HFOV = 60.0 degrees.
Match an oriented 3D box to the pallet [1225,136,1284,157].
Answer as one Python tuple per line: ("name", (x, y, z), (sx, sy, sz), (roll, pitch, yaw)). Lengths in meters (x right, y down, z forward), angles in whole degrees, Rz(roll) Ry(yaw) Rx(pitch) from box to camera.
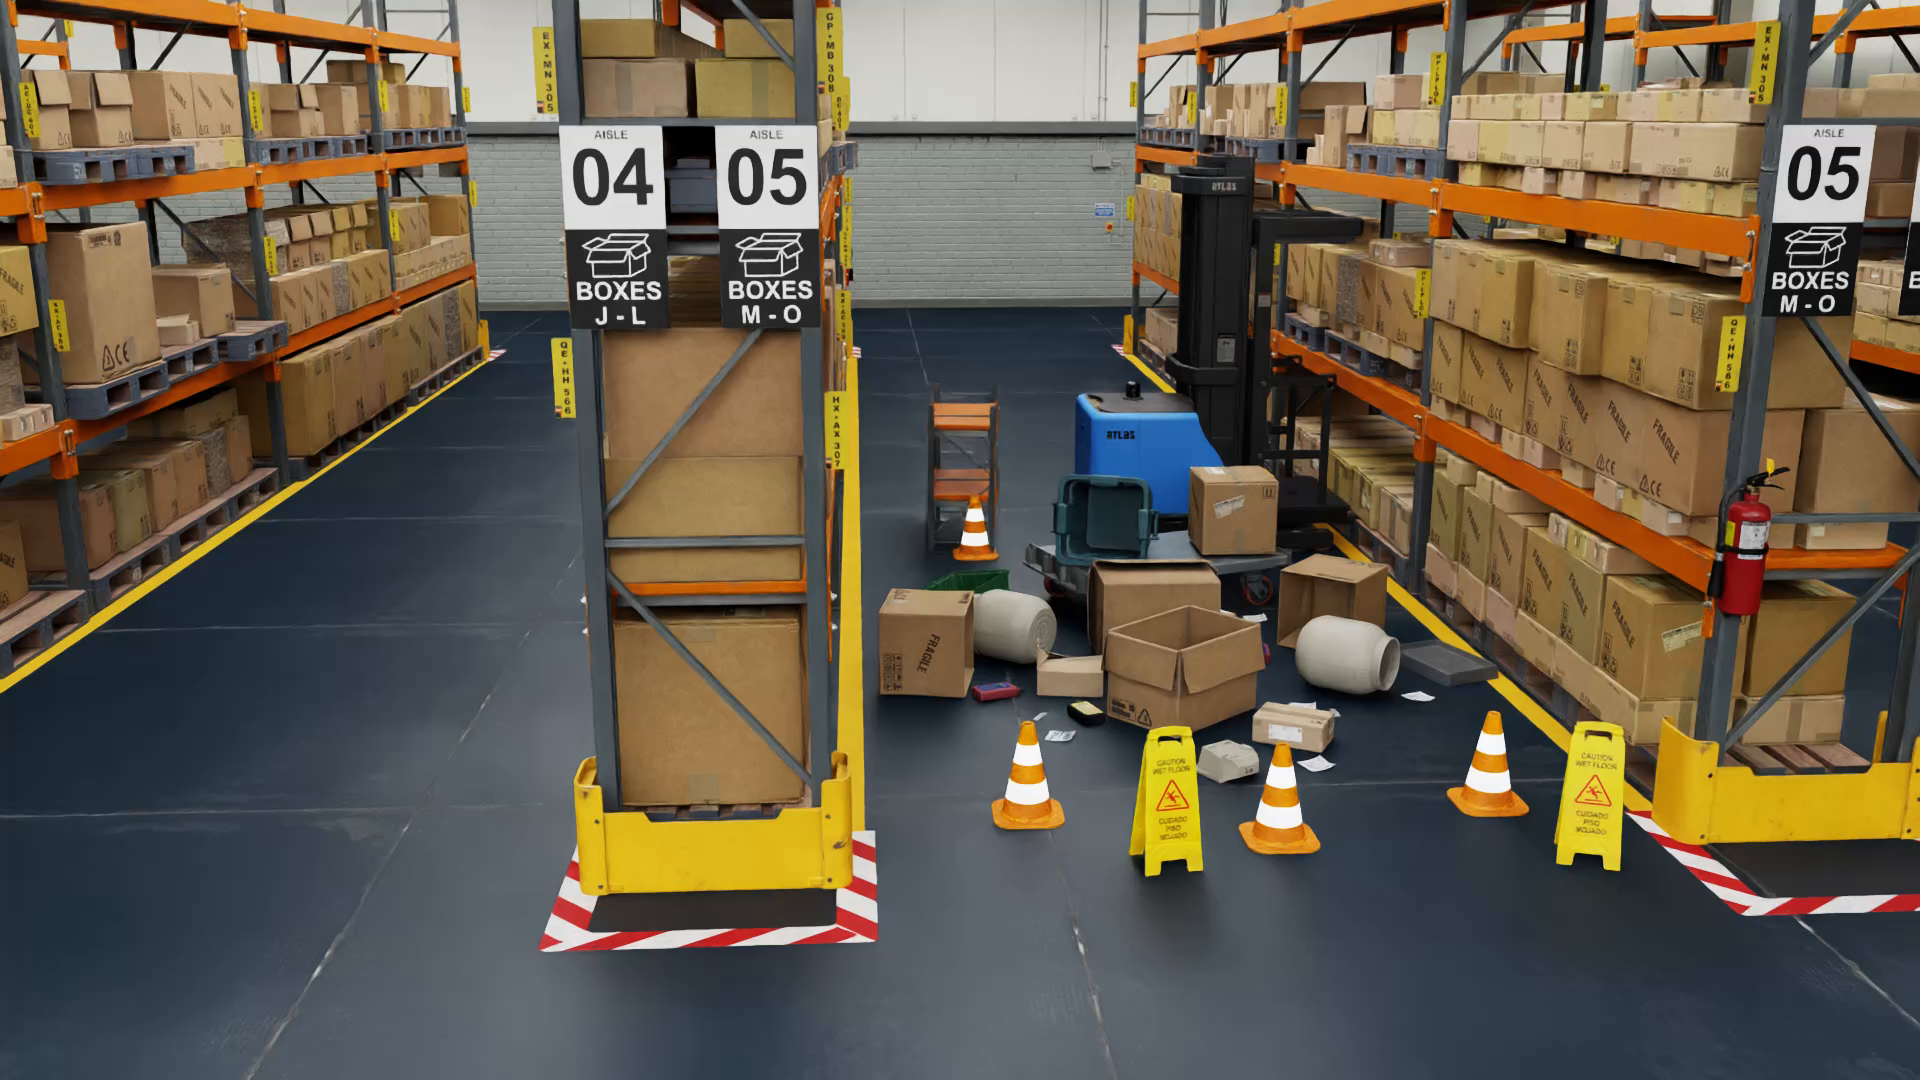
("pallet", (3.212, -3.878, 16.439), (1.003, 0.211, 1.213), (0, 14, -1))

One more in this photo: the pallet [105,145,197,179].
("pallet", (-6.265, -2.707, 11.884), (1.213, 0.211, 1.003), (-1, 14, -3))

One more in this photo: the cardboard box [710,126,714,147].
("cardboard box", (-1.578, -2.282, 9.315), (0.380, 0.149, 0.250), (-1, 14, -4))

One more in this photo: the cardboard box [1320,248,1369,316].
("cardboard box", (3.253, -2.099, 13.523), (0.500, 0.500, 0.500), (-1, 14, -2))

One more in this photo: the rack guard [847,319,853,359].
("rack guard", (-2.048, -2.738, 22.666), (1.175, 0.500, 0.348), (-1, 14, -3))

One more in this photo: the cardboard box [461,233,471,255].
("cardboard box", (-6.714, -3.871, 21.757), (0.500, 0.250, 0.500), (-1, 14, -4))

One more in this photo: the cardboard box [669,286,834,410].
("cardboard box", (-1.071, -0.954, 8.245), (0.875, 0.550, 0.550), (-1, 14, -3))

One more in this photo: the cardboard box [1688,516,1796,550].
("cardboard box", (3.636, -0.058, 7.737), (0.380, 0.149, 0.250), (0, 14, -2))

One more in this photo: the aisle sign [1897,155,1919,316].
("aisle sign", (4.186, -1.338, 6.992), (0.394, 0.787, 0.004), (-1, 14, -3))

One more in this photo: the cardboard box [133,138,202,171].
("cardboard box", (-6.167, -2.944, 12.731), (0.500, 0.250, 0.500), (0, 14, -2))

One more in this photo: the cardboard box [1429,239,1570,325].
("cardboard box", (3.436, -1.649, 10.611), (0.700, 0.500, 0.500), (-1, 14, -4))

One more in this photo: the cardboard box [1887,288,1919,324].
("cardboard box", (8.159, -1.958, 13.913), (0.500, 0.250, 0.500), (-1, 14, -5))

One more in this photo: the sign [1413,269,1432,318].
("sign", (3.072, -1.636, 11.042), (0.100, 0.325, 0.005), (-1, 14, -3))

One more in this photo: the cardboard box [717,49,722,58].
("cardboard box", (-1.626, -2.857, 9.950), (0.380, 0.149, 0.250), (-1, 14, -3))

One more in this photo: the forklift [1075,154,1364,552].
("forklift", (2.448, -1.457, 12.808), (3.031, 2.935, 1.130), (-1, 14, -3))

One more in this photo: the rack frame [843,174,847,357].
("rack frame", (-2.053, -3.968, 22.428), (1.000, 3.000, 0.127), (-1, 14, -3))

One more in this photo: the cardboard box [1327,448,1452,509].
("cardboard box", (3.498, -0.498, 13.372), (0.950, 0.372, 0.625), (0, 14, -2))

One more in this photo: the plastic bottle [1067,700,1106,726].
("plastic bottle", (0.683, 0.950, 9.213), (0.133, 0.061, 0.283), (-6, 16, -23))

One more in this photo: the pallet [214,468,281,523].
("pallet", (-6.467, -0.382, 14.087), (1.003, 0.211, 1.213), (-1, 14, -3))

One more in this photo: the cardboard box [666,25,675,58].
("cardboard box", (-1.451, -2.162, 7.250), (0.380, 0.149, 0.250), (-1, 14, -3))

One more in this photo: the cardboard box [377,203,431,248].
("cardboard box", (-6.596, -3.731, 19.707), (0.500, 0.500, 0.500), (-1, 14, -5))

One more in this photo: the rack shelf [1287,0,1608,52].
("rack shelf", (3.501, -3.946, 12.548), (1.077, 0.370, 4.000), (-1, 14, -3))

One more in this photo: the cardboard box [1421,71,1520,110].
("cardboard box", (3.462, -3.053, 11.306), (0.500, 0.250, 0.500), (-1, 14, -2))

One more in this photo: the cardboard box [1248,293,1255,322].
("cardboard box", (3.040, -2.256, 16.074), (0.500, 0.250, 0.500), (-1, 14, -2))

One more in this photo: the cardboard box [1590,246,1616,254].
("cardboard box", (7.809, -3.346, 19.717), (0.500, 0.250, 0.500), (-1, 14, -2))

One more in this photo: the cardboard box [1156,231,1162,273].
("cardboard box", (2.745, -3.617, 20.866), (0.500, 0.500, 0.500), (0, 14, -2))

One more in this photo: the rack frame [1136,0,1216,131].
("rack frame", (2.882, -6.975, 22.075), (1.000, 3.000, 0.127), (-1, 14, -3))

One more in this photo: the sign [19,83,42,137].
("sign", (-5.725, -2.645, 10.230), (0.100, 0.325, 0.005), (-1, 14, -3))

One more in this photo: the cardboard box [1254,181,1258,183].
("cardboard box", (3.325, -4.193, 19.794), (0.380, 0.149, 0.250), (-1, 14, -4))

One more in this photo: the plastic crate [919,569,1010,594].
("plastic crate", (0.009, 0.374, 11.082), (0.450, 0.188, 0.662), (-4, 11, 28))

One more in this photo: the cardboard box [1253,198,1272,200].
("cardboard box", (3.342, -3.729, 19.294), (0.500, 0.500, 0.500), (-1, 14, -3))

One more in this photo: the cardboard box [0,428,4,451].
("cardboard box", (-5.871, -0.575, 9.747), (0.380, 0.149, 0.250), (-1, 14, -3))

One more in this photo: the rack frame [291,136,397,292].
("rack frame", (-6.761, -2.922, 18.361), (1.000, 3.000, 0.127), (-1, 14, -3))

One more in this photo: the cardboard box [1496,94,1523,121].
("cardboard box", (3.361, -2.523, 9.696), (0.380, 0.149, 0.250), (-1, 14, -4))

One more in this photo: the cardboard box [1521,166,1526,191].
("cardboard box", (3.467, -2.079, 9.572), (0.380, 0.149, 0.250), (-1, 14, -5))

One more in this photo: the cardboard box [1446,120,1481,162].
("cardboard box", (3.379, -2.495, 10.389), (0.500, 0.250, 0.500), (-1, 14, -5))

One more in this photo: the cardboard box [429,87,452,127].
("cardboard box", (-6.923, -5.541, 21.277), (0.700, 0.500, 0.500), (-2, 15, -7))

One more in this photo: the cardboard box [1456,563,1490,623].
("cardboard box", (3.437, 0.327, 10.412), (0.500, 0.250, 0.500), (0, 14, 0))

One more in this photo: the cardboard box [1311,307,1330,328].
("cardboard box", (3.163, -1.869, 13.934), (0.380, 0.149, 0.250), (-1, 14, -3))

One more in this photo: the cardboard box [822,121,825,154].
("cardboard box", (-0.794, -1.787, 7.394), (0.380, 0.149, 0.250), (-1, 14, -3))

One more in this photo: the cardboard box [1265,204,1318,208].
("cardboard box", (3.459, -3.245, 17.411), (0.500, 0.500, 0.500), (0, 14, -2))

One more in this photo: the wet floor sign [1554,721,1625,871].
("wet floor sign", (2.817, 1.114, 7.402), (0.267, 0.644, 0.232), (4, 15, 16))

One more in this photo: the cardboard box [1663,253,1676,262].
("cardboard box", (7.787, -2.939, 17.856), (0.396, 0.266, 0.258), (0, 14, -1))

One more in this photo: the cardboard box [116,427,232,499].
("cardboard box", (-6.405, -0.625, 13.570), (0.700, 0.500, 0.500), (-2, 15, -8))

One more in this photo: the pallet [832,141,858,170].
("pallet", (-1.464, -3.180, 13.726), (1.213, 0.211, 1.003), (0, 14, -1))

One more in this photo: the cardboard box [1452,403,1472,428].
("cardboard box", (3.392, -0.818, 10.690), (0.380, 0.149, 0.250), (0, 14, -2))

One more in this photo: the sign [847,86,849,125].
("sign", (-1.002, -3.726, 14.272), (0.100, 0.325, 0.005), (-1, 14, -3))

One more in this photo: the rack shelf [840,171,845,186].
("rack shelf", (-1.681, -3.580, 16.344), (1.077, 0.370, 4.000), (-1, 14, -3))

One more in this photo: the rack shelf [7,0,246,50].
("rack shelf", (-6.390, -3.793, 11.954), (1.077, 0.370, 4.000), (-1, 14, -3))

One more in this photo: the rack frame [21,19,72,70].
("rack frame", (-11.953, -6.745, 21.183), (1.000, 3.000, 0.127), (-1, 14, -3))

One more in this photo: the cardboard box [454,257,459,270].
("cardboard box", (-6.612, -3.522, 21.198), (0.380, 0.149, 0.250), (-1, 14, -2))

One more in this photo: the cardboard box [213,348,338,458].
("cardboard box", (-6.536, -1.273, 15.376), (1.225, 0.875, 0.875), (-2, 15, -6))

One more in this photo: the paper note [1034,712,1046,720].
("paper note", (0.442, 0.976, 9.211), (0.032, 0.001, 0.123), (7, 16, 26))

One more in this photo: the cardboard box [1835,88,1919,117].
("cardboard box", (4.055, -1.899, 7.271), (0.380, 0.149, 0.250), (-1, 14, -4))

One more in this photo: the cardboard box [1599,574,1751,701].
("cardboard box", (3.563, 0.480, 8.312), (0.500, 0.500, 0.500), (-1, 14, -3))

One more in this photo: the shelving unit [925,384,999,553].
("shelving unit", (0.030, -0.577, 12.960), (0.538, 1.125, 1.048), (1, 14, 2))

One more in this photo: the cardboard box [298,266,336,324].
("cardboard box", (-6.342, -2.356, 15.962), (0.500, 0.500, 0.500), (-1, 14, -4))
